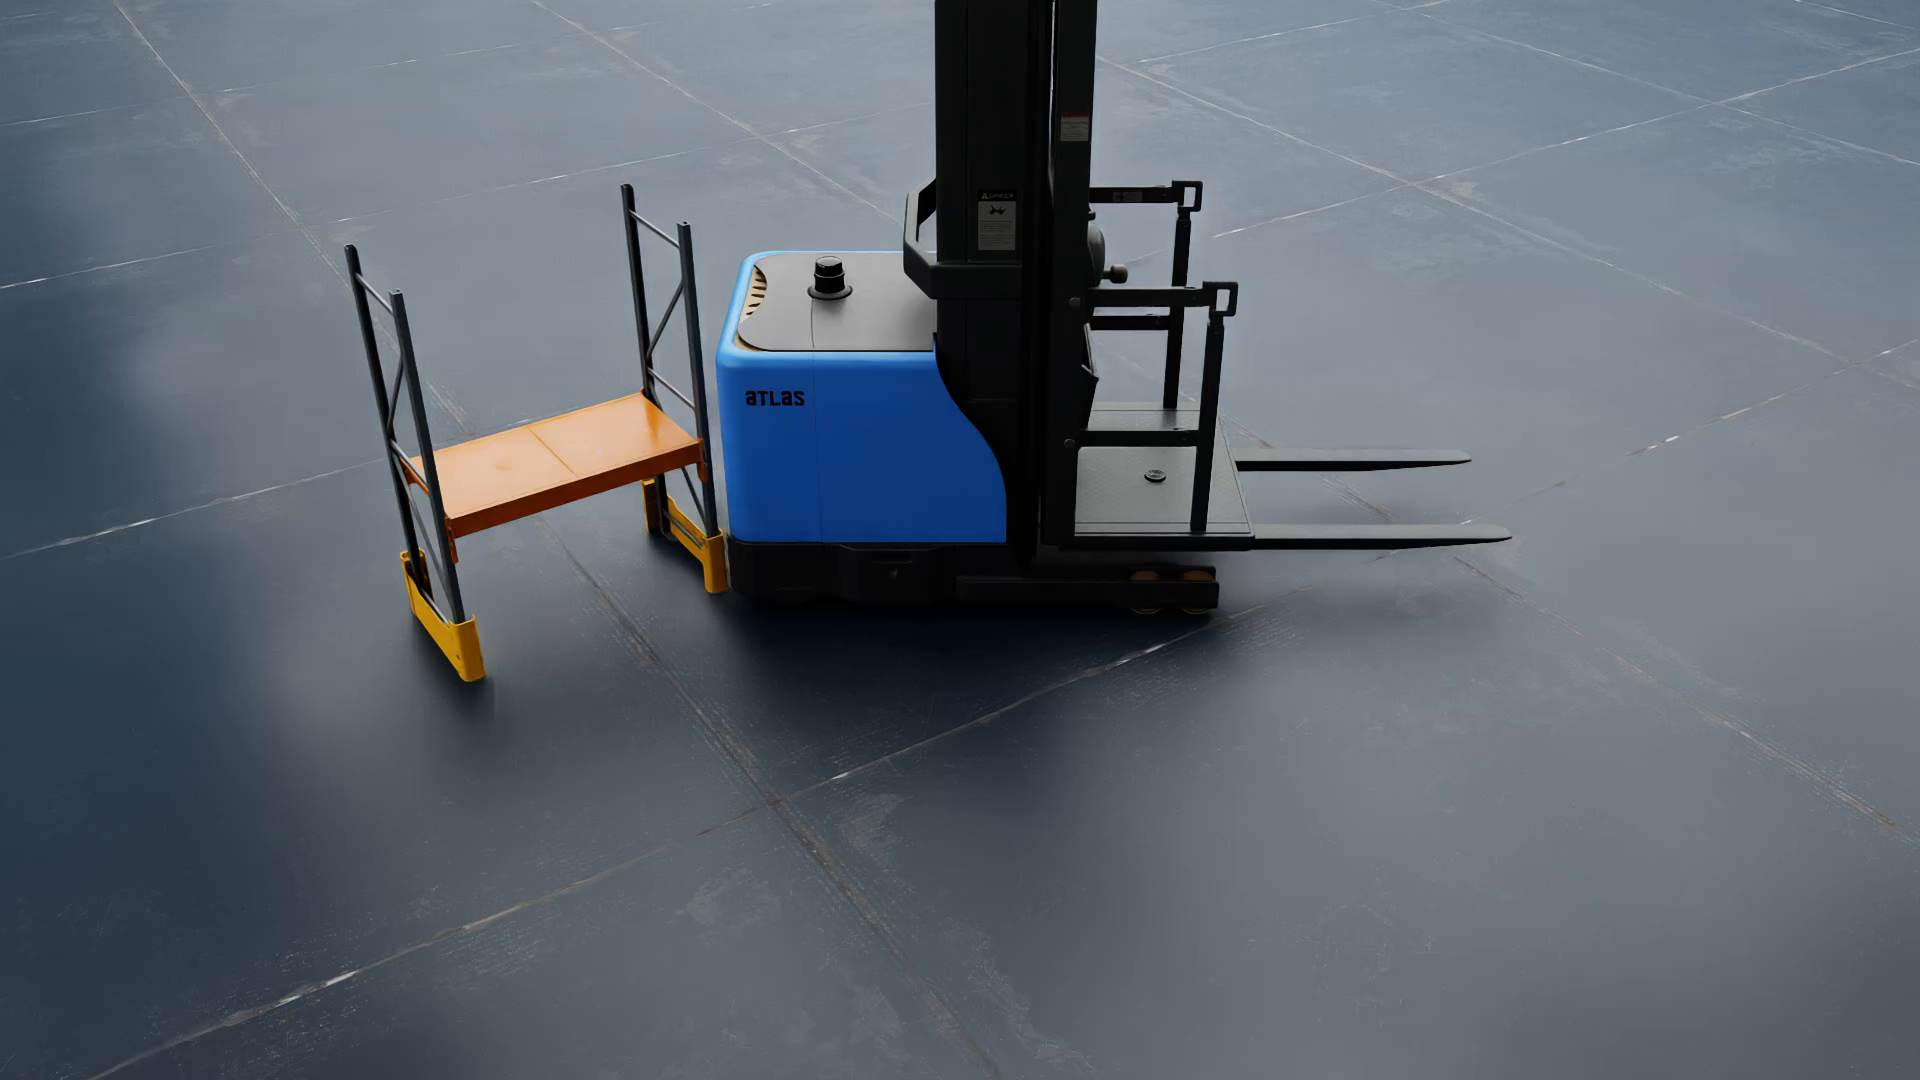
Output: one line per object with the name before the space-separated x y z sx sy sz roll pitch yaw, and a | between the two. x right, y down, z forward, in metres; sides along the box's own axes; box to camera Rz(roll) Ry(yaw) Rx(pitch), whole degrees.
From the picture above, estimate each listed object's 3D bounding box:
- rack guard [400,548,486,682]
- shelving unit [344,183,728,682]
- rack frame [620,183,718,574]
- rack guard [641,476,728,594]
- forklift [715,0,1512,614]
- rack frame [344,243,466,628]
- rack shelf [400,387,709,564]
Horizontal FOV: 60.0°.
rack guard | -1.924 0.272 6.177 0.087 0.250 0.587 -20 38 -29
shelving unit | -1.516 -0.409 6.085 1.083 1.500 0.587 -20 38 -29
rack frame | -1.091 -0.567 6.336 0.032 1.500 0.500 -20 38 -29
rack guard | -1.107 -0.032 6.660 0.087 0.250 0.587 -20 38 -29
forklift | 0.627 -1.239 6.061 3.031 2.935 1.130 0 32 0
rack frame | -1.925 -0.256 5.843 0.032 1.500 0.500 -20 38 -29
rack shelf | -1.508 -0.259 6.185 1.000 0.185 0.538 -20 38 -29
